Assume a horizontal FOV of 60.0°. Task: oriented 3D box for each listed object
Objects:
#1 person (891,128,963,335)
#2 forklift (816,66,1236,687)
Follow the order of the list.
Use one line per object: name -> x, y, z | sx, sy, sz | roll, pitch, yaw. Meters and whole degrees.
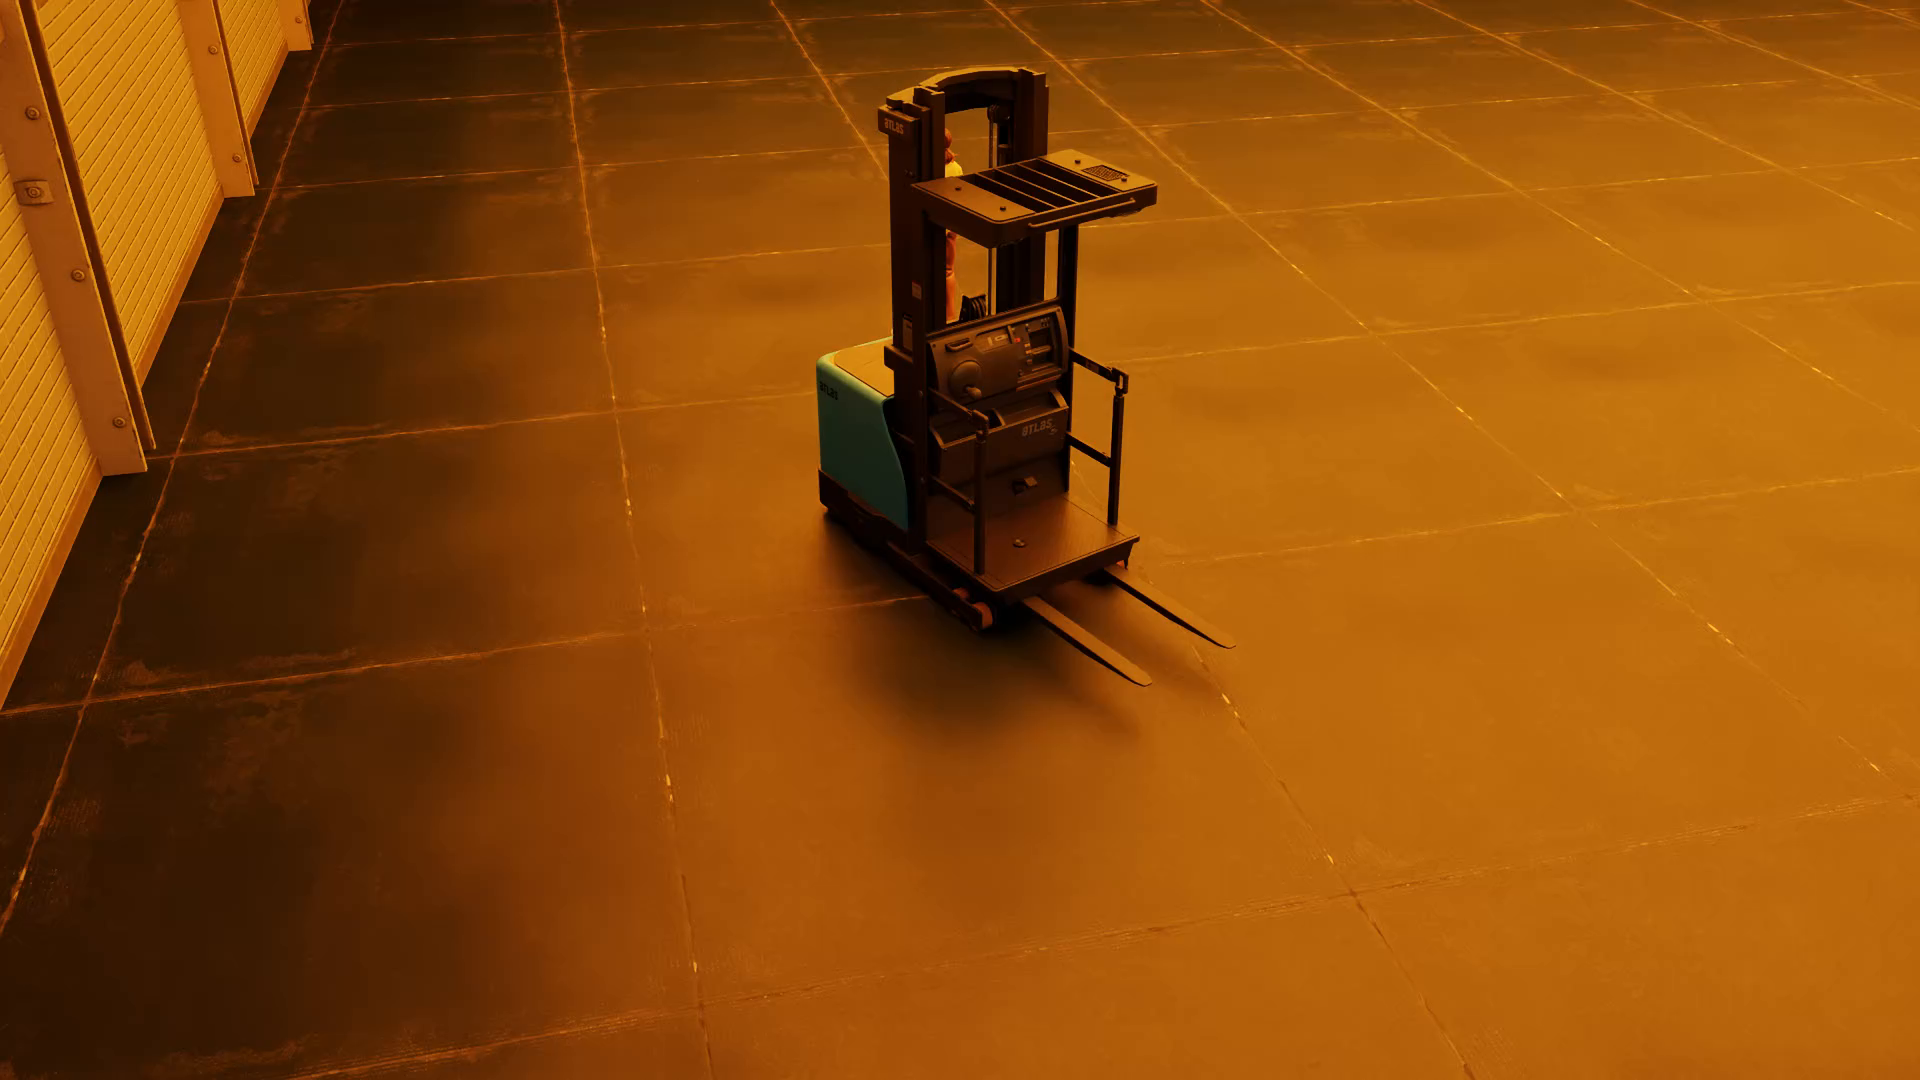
person -> -0.222, -2.400, 12.975 | 0.400, 1.674, 0.593 | 24, 38, 35
forklift -> 0.355, -1.021, 9.338 | 1.130, 2.935, 3.031 | -20, 35, -30
